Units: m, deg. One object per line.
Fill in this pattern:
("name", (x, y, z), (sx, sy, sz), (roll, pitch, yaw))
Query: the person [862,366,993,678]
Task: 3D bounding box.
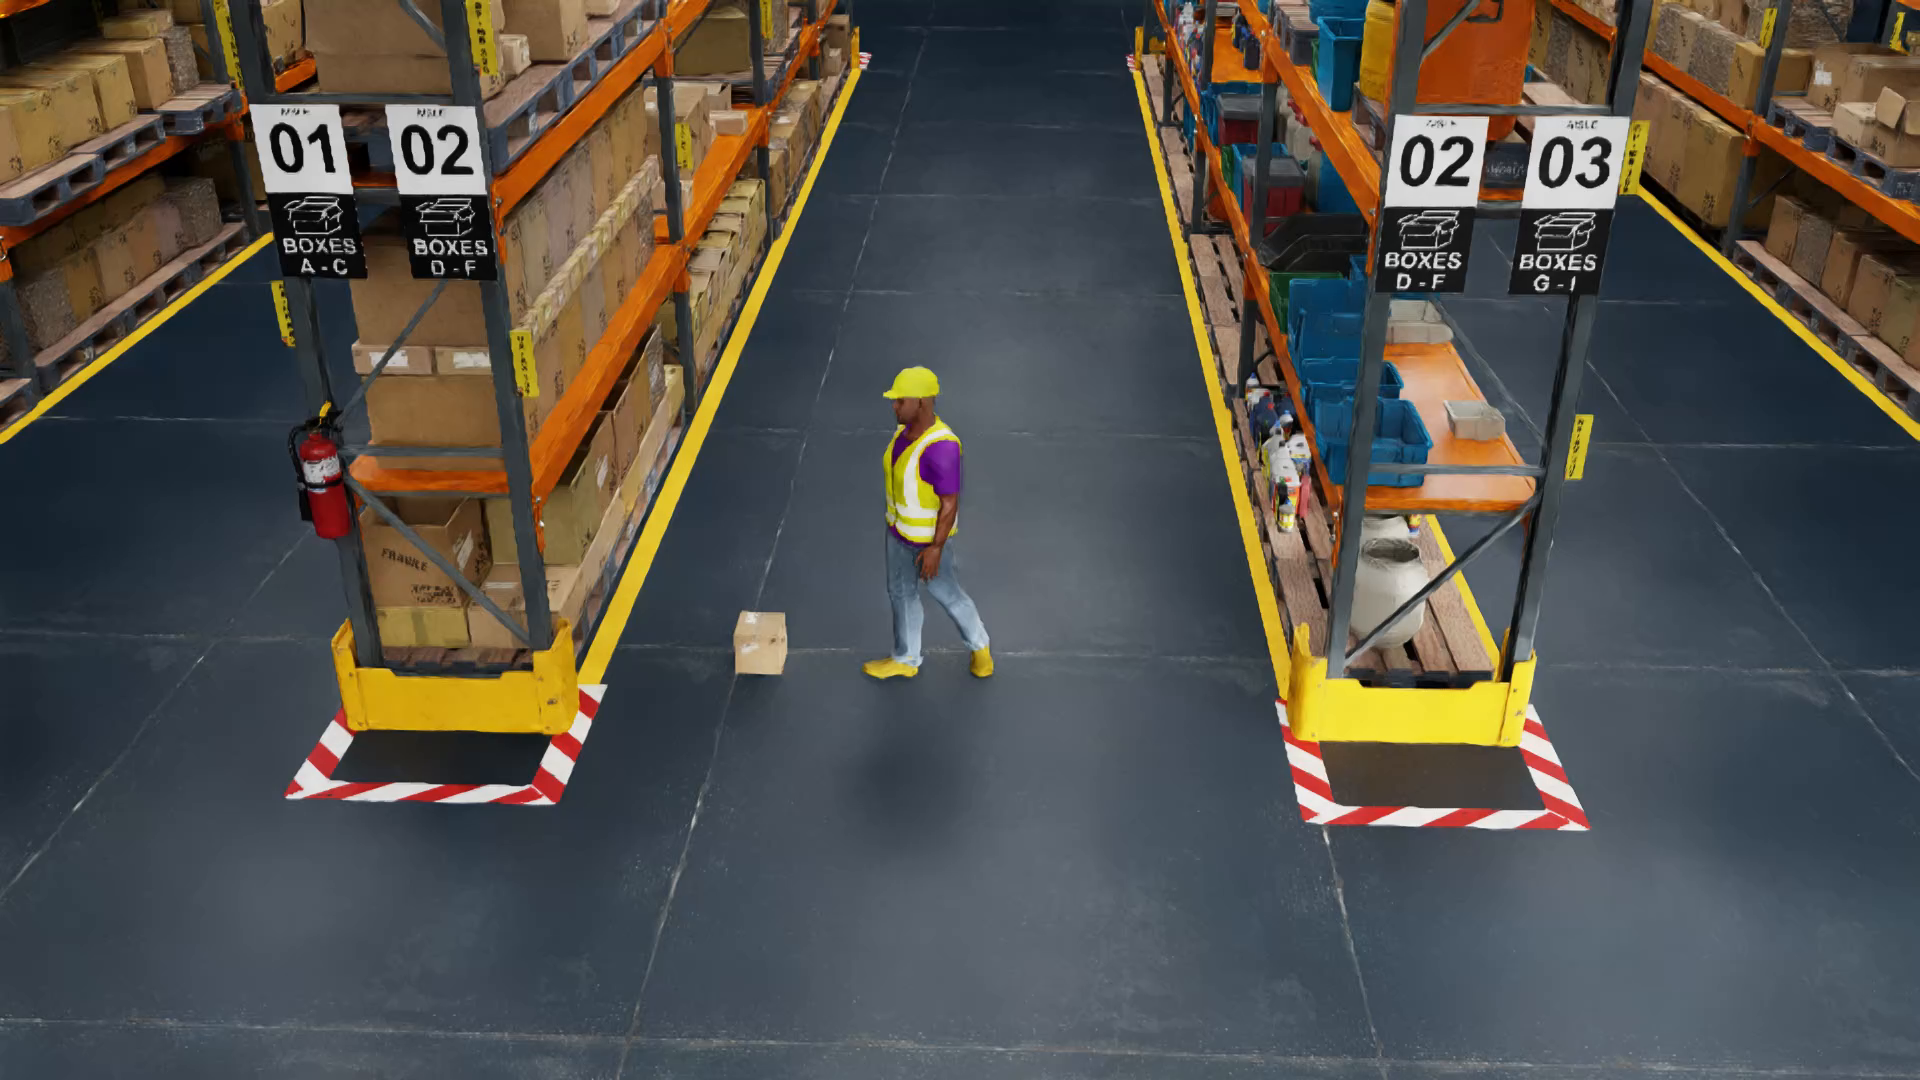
("person", (-0.187, -0.082, 8.758), (0.682, 1.758, 0.681), (-16, 32, -28))
